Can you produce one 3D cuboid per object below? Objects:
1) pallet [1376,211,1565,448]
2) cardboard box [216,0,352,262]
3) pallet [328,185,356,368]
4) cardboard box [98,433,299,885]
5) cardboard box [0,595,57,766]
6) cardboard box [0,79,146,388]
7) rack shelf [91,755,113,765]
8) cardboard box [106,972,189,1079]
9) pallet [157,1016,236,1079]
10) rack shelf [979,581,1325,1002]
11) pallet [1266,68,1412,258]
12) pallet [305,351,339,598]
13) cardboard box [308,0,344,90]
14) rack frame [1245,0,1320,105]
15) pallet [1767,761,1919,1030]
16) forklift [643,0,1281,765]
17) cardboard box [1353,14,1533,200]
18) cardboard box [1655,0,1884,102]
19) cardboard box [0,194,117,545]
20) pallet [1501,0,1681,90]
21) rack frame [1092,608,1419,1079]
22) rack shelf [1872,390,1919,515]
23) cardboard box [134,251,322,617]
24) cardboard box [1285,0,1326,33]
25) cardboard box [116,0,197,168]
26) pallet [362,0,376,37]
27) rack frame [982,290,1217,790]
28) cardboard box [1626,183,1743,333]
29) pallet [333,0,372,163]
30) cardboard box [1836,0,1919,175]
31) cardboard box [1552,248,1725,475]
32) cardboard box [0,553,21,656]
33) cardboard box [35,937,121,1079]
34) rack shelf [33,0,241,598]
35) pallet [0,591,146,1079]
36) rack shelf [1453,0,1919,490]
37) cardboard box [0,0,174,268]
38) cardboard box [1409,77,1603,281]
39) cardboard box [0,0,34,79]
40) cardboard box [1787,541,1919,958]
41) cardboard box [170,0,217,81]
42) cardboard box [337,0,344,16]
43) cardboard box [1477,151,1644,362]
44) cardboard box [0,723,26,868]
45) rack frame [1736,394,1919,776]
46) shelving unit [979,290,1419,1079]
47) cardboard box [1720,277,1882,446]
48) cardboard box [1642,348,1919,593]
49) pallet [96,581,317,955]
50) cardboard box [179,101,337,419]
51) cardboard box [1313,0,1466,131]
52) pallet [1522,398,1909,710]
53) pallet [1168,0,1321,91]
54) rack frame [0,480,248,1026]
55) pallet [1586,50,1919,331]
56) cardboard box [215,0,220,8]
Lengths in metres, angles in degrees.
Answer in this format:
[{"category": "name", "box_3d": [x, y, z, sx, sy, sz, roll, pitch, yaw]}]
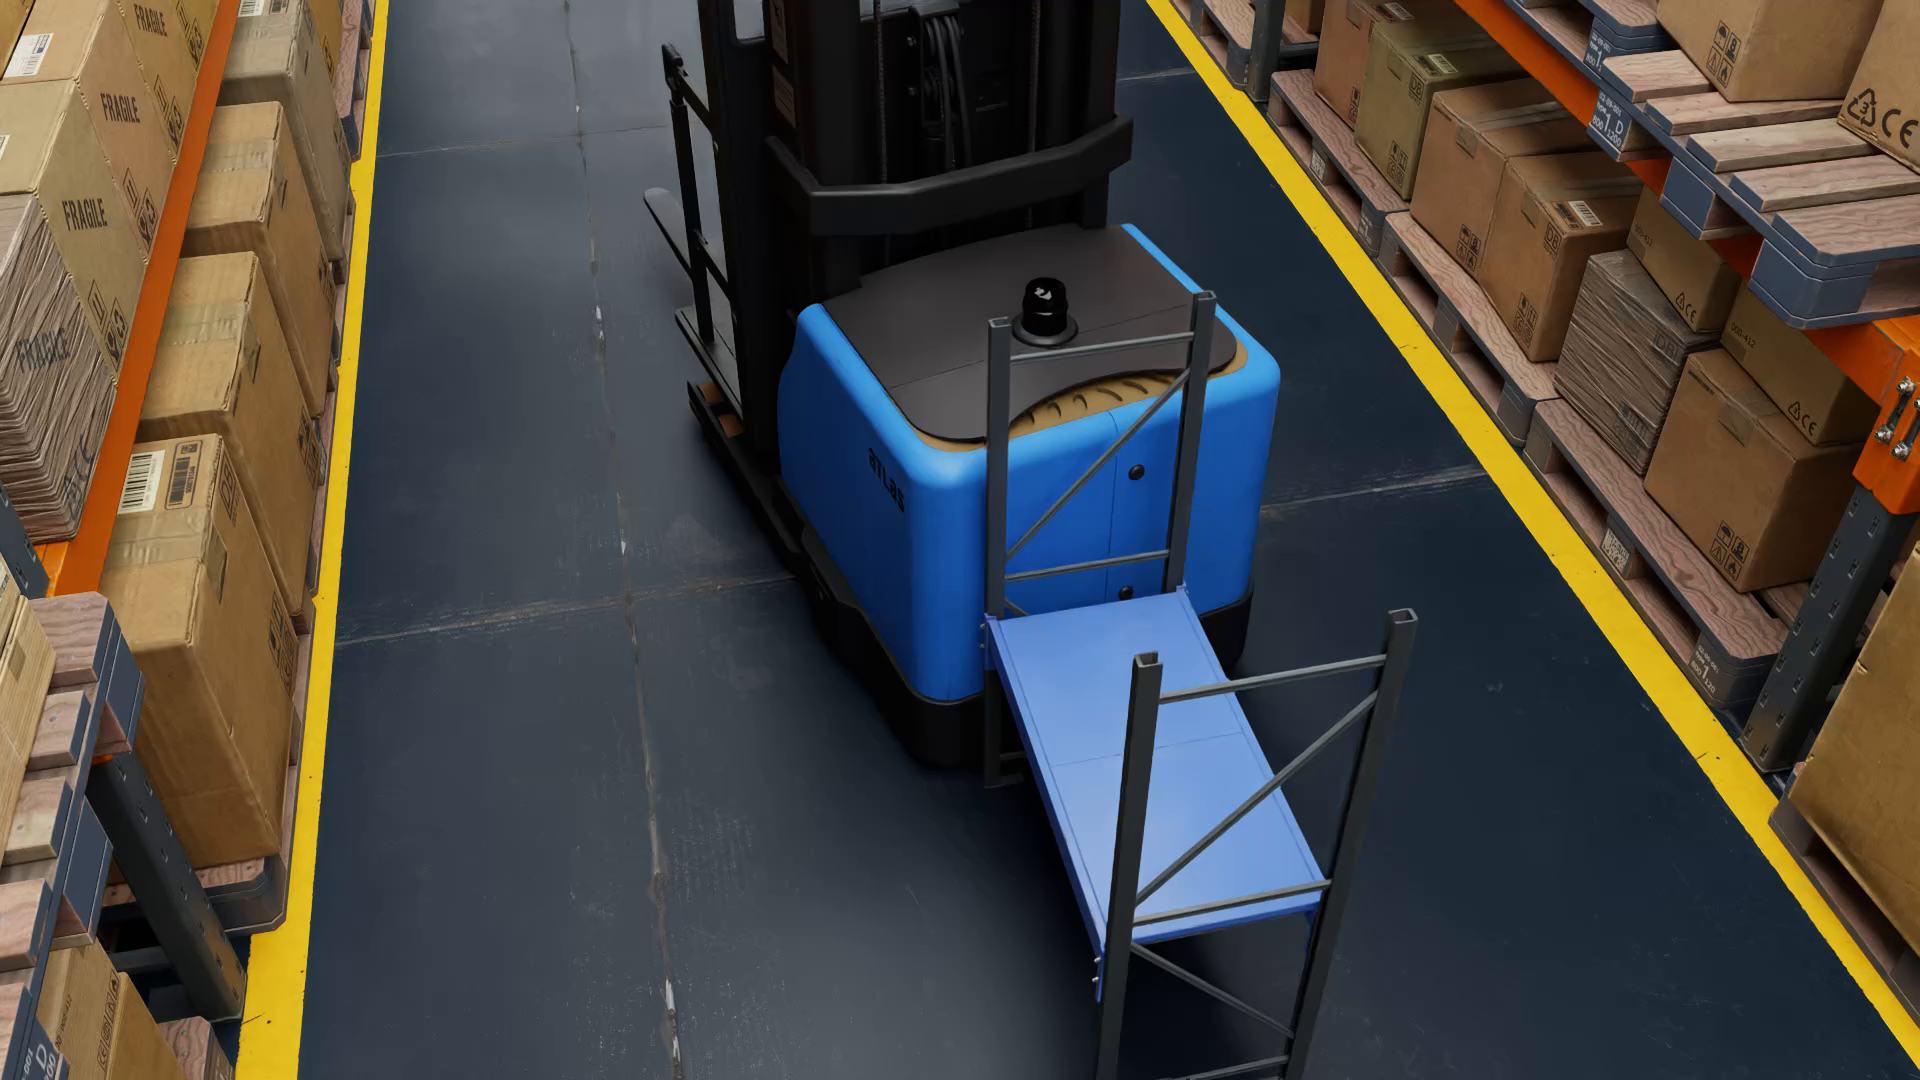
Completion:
[{"category": "pallet", "box_3d": [2.229, -0.844, 6.042, 1.003, 0.211, 1.213, -8, 42, -9]}, {"category": "cardboard box", "box_3d": [-2.851, -1.465, 6.019, 1.050, 0.750, 0.750, -9, 42, -10]}, {"category": "pallet", "box_3d": [-2.832, -1.007, 6.225, 1.003, 0.211, 1.213, -8, 42, -9]}, {"category": "cardboard box", "box_3d": [-2.253, 0.331, 3.996, 1.050, 0.750, 0.750, -9, 42, -10]}, {"category": "cardboard box", "box_3d": [-1.654, 0.245, 2.588, 0.380, 0.149, 0.250, -8, 42, -9]}, {"category": "cardboard box", "box_3d": [-2.155, -0.642, 3.639, 0.500, 0.500, 0.500, -9, 42, -10]}, {"category": "rack shelf", "box_3d": [-1.777, 1.619, 1.708, 1.077, 0.370, 4.000, -8, 42, -9]}, {"category": "cardboard box", "box_3d": [-1.812, 1.221, 3.182, 0.500, 0.500, 0.500, -9, 42, -9]}, {"category": "pallet", "box_3d": [-2.042, 1.604, 3.284, 1.003, 0.211, 1.213, -8, 42, -9]}, {"category": "rack shelf", "box_3d": [0.422, 0.530, 3.794, 0.538, 0.185, 1.000, -9, 42, -10]}, {"category": "pallet", "box_3d": [1.962, -1.637, 6.935, 1.003, 0.211, 1.213, -8, 42, -9]}, {"category": "pallet", "box_3d": [-2.566, -0.214, 5.332, 1.003, 0.211, 1.213, -8, 42, -9]}, {"category": "cardboard box", "box_3d": [-3.140, -2.319, 6.887, 0.875, 0.875, 0.875, -8, 42, -9]}, {"category": "rack frame", "box_3d": [1.792, -3.184, 6.577, 1.000, 3.000, 0.127, -8, 42, -9]}, {"category": "pallet", "box_3d": [2.752, 0.974, 3.994, 1.003, 0.211, 1.213, -8, 42, -9]}, {"category": "forklift", "box_3d": [-0.269, -1.470, 4.699, 1.130, 2.935, 3.031, -18, 45, -19]}, {"category": "cardboard box", "box_3d": [1.988, -1.701, 6.458, 0.700, 0.500, 0.500, -9, 42, -10]}, {"category": "cardboard box", "box_3d": [2.282, -1.477, 4.263, 0.700, 0.500, 0.500, -3, 42, -3]}, {"category": "cardboard box", "box_3d": [-2.042, -0.313, 3.268, 0.500, 0.500, 0.500, -8, 42, -9]}, {"category": "pallet", "box_3d": [2.188, -1.797, 5.159, 1.003, 0.211, 1.213, -8, 42, -9]}, {"category": "rack frame", "box_3d": [0.536, 0.724, 3.304, 0.500, 1.500, 0.032, -9, 42, -10]}, {"category": "rack shelf", "box_3d": [3.087, 0.974, 2.435, 1.077, 0.370, 4.000, -8, 42, -9]}, {"category": "cardboard box", "box_3d": [-2.445, -0.235, 4.634, 1.050, 0.750, 0.750, -8, 42, -9]}, {"category": "cardboard box", "box_3d": [1.745, -2.671, 7.566, 0.500, 0.500, 0.500, -10, 42, -11]}, {"category": "cardboard box", "box_3d": [-2.369, -1.292, 4.371, 0.500, 0.500, 0.500, -9, 42, -10]}, {"category": "pallet", "box_3d": [-3.427, -2.792, 8.237, 1.003, 0.211, 1.213, -8, 42, -9]}, {"category": "rack frame", "box_3d": [0.307, 0.067, 4.045, 0.500, 1.500, 0.032, -9, 42, -10]}, {"category": "cardboard box", "box_3d": [2.357, -0.874, 4.961, 0.500, 0.250, 0.500, -4, 42, -4]}, {"category": "pallet", "box_3d": [-3.160, -2.000, 7.344, 1.003, 0.211, 1.213, -8, 42, -9]}, {"category": "cardboard box", "box_3d": [2.500, -1.130, 3.872, 0.500, 0.500, 0.500, -13, 43, -15]}, {"category": "cardboard box", "box_3d": [2.359, -0.610, 5.229, 0.700, 0.500, 0.500, -12, 43, -13]}, {"category": "cardboard box", "box_3d": [-1.658, 0.135, 2.488, 0.380, 0.149, 0.250, -8, 42, -8]}, {"category": "cardboard box", "box_3d": [-1.806, 0.957, 2.914, 0.500, 0.250, 0.500, -9, 42, -10]}, {"category": "rack shelf", "box_3d": [-2.641, -0.973, 4.629, 1.077, 0.370, 4.000, -8, 42, -9]}, {"category": "pallet", "box_3d": [-1.951, 0.572, 2.490, 1.213, 0.211, 1.003, -8, 42, -9]}, {"category": "rack shelf", "box_3d": [2.224, -1.619, 5.356, 1.077, 0.370, 4.000, -8, 42, -9]}, {"category": "cardboard box", "box_3d": [-2.263, -0.969, 4.007, 0.500, 0.500, 0.500, -8, 42, -9]}, {"category": "cardboard box", "box_3d": [2.110, -1.338, 6.049, 0.700, 0.500, 0.500, -12, 43, -13]}, {"category": "cardboard box", "box_3d": [-2.520, -1.310, 3.637, 0.700, 0.500, 0.500, -9, 42, -10]}, {"category": "cardboard box", "box_3d": [2.784, 0.497, 3.715, 1.225, 0.875, 0.875, -10, 43, -11]}, {"category": "cardboard box", "box_3d": [-2.481, -1.621, 4.741, 0.500, 0.500, 0.500, -8, 42, -9]}, {"category": "cardboard box", "box_3d": [-3.338, -2.903, 7.545, 0.875, 0.875, 0.875, -8, 42, -9]}, {"category": "cardboard box", "box_3d": [2.230, -0.977, 5.642, 0.700, 0.500, 0.500, -5, 42, -6]}, {"category": "cardboard box", "box_3d": [-1.602, 0.406, 2.406, 0.380, 0.149, 0.250, -8, 42, -9]}, {"category": "rack frame", "box_3d": [2.656, -0.591, 3.656, 1.000, 3.000, 0.127, -8, 42, -9]}, {"category": "shelving unit", "box_3d": [0.422, 0.396, 3.674, 0.538, 1.500, 1.048, -9, 42, -10]}, {"category": "cardboard box", "box_3d": [2.482, -0.531, 4.576, 0.500, 0.250, 0.500, -7, 42, -8]}, {"category": "cardboard box", "box_3d": [2.492, -0.252, 4.826, 0.700, 0.500, 0.500, -10, 43, -12]}, {"category": "pallet", "box_3d": [-2.306, 0.575, 4.443, 1.003, 0.211, 1.213, -8, 42, -9]}, {"category": "cardboard box", "box_3d": [-2.646, -0.839, 5.314, 1.050, 0.750, 0.750, -8, 42, -9]}, {"category": "cardboard box", "box_3d": [1.904, -2.013, 6.809, 0.700, 0.500, 0.500, -11, 43, -13]}, {"category": "pallet", "box_3d": [2.489, -0.055, 5.153, 1.003, 0.211, 1.213, -8, 42, -9]}, {"category": "pallet", "box_3d": [1.613, -2.571, 7.988, 1.003, 0.211, 1.213, -8, 42, -9]}, {"category": "rack frame", "box_3d": [-2.209, 0.054, 2.930, 1.000, 3.000, 0.127, -8, 42, -9]}, {"category": "pallet", "box_3d": [2.398, -0.966, 4.223, 1.213, 0.211, 1.003, -8, 42, -9]}, {"category": "cardboard box", "box_3d": [-2.590, -1.949, 5.110, 0.500, 0.500, 0.500, -9, 42, -10]}]
